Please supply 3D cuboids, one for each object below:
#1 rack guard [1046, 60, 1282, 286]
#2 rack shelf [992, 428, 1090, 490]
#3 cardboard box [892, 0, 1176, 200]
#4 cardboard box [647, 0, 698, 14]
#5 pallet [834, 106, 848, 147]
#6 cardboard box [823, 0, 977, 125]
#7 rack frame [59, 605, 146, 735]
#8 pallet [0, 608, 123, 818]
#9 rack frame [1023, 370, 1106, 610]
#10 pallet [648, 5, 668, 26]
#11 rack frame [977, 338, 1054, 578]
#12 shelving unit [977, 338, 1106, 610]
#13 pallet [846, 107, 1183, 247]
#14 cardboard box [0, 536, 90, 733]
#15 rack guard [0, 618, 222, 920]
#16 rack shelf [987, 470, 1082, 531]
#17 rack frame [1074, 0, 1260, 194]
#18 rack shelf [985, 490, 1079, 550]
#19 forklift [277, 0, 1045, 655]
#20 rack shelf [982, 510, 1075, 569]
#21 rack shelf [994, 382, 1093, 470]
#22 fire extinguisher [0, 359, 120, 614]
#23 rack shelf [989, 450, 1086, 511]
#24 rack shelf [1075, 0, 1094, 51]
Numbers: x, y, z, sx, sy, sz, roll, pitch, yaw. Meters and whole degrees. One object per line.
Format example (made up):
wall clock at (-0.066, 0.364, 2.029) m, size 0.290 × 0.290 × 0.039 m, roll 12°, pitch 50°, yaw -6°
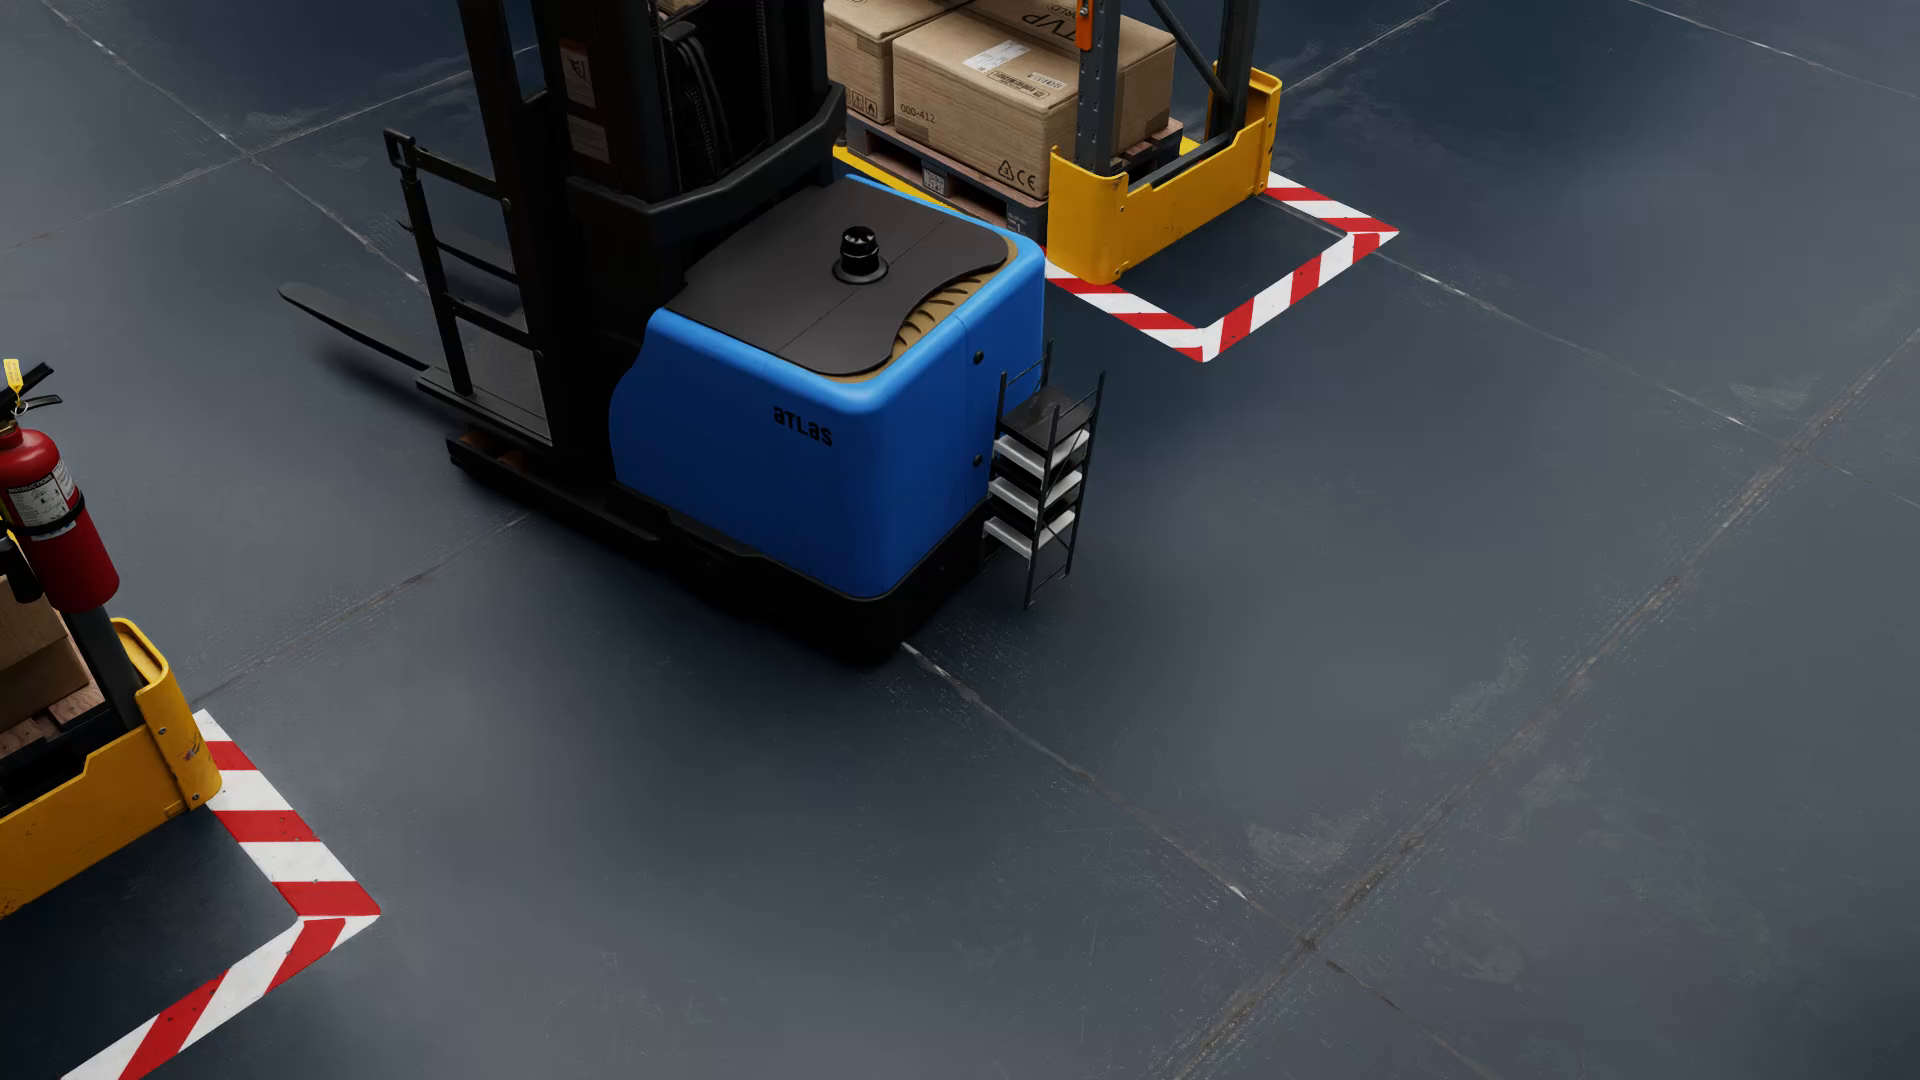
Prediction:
rack guard at (0.874, -1.582, 7.094) m, size 1.175 × 0.500 × 0.348 m, roll -34°, pitch 53°, yaw -31°
rack shelf at (0.258, -0.292, 5.175) m, size 0.200 × 0.077 × 0.258 m, roll 35°, pitch 53°, yaw 24°
cardboard box at (0.320, -1.994, 7.276) m, size 0.875 × 0.438 × 0.875 m, roll 32°, pitch 52°, yaw 30°
cardboard box at (-0.968, -2.864, 8.217) m, size 0.875 × 0.438 × 0.875 m, roll 33°, pitch 52°, yaw 30°
pallet at (-0.620, -2.420, 8.214) m, size 1.003 × 0.211 × 1.213 m, roll -34°, pitch 53°, yaw -31°
cardboard box at (-0.332, -2.430, 7.748) m, size 0.875 × 0.438 × 0.875 m, roll -33°, pitch 52°, yaw -30°
rack frame at (-2.655, -0.131, 3.681) m, size 1.000 × 3.000 × 0.127 m, roll -34°, pitch 53°, yaw -31°
pallet at (-3.272, 0.474, 5.081) m, size 1.003 × 0.211 × 1.213 m, roll -34°, pitch 53°, yaw -31°
rack frame at (0.324, -0.139, 5.239) m, size 0.006 × 0.900 × 0.240 m, roll 35°, pitch 53°, yaw 24°
pallet at (-1.486, -3.007, 8.848) m, size 1.003 × 0.211 × 1.213 m, roll -34°, pitch 53°, yaw -31°
rack frame at (0.171, -0.244, 5.323) m, size 0.006 × 0.900 × 0.240 m, roll 35°, pitch 53°, yaw 24°
shelving unit at (0.247, -0.191, 5.281) m, size 0.210 × 0.900 × 0.258 m, roll 35°, pitch 53°, yaw 24°
pallet at (0.237, -1.834, 7.579) m, size 1.003 × 0.211 × 1.213 m, roll -34°, pitch 53°, yaw -31°
cardboard box at (-3.020, 0.292, 4.753) m, size 0.637 × 0.503 × 0.797 m, roll 32°, pitch 52°, yaw 30°
rack guard at (-2.708, 0.751, 4.569) m, size 1.175 × 0.500 × 0.348 m, roll -34°, pitch 53°, yaw -31°
rack shelf at (0.245, -0.168, 5.305) m, size 0.200 × 0.077 × 0.258 m, roll 35°, pitch 53°, yaw 24°
rack frame at (0.857, -2.512, 6.258) m, size 1.000 × 3.000 × 0.127 m, roll -34°, pitch 53°, yaw -31°
rack shelf at (0.238, -0.107, 5.370) m, size 0.200 × 0.077 × 0.258 m, roll 35°, pitch 53°, yaw 24°
forklift at (-1.224, -1.503, 5.217) m, size 3.031 × 2.935 × 1.130 m, roll 25°, pitch 48°, yaw 24°
rack shelf at (0.231, -0.045, 5.435) m, size 0.200 × 0.077 × 0.258 m, roll 35°, pitch 53°, yaw 24°
rack shelf at (0.265, -0.354, 5.110) m, size 0.200 × 0.077 × 0.258 m, roll 35°, pitch 53°, yaw 24°
fire extinguisher at (-2.224, -0.116, 3.997) m, size 0.296 × 0.674 × 0.183 m, roll -34°, pitch 53°, yaw -31°
rack shelf at (0.251, -0.230, 5.240) m, size 0.200 × 0.077 × 0.258 m, roll 35°, pitch 53°, yaw 24°
rack shelf at (-0.555, -3.208, 7.542) m, size 1.077 × 0.370 × 4.000 m, roll -34°, pitch 53°, yaw -31°
